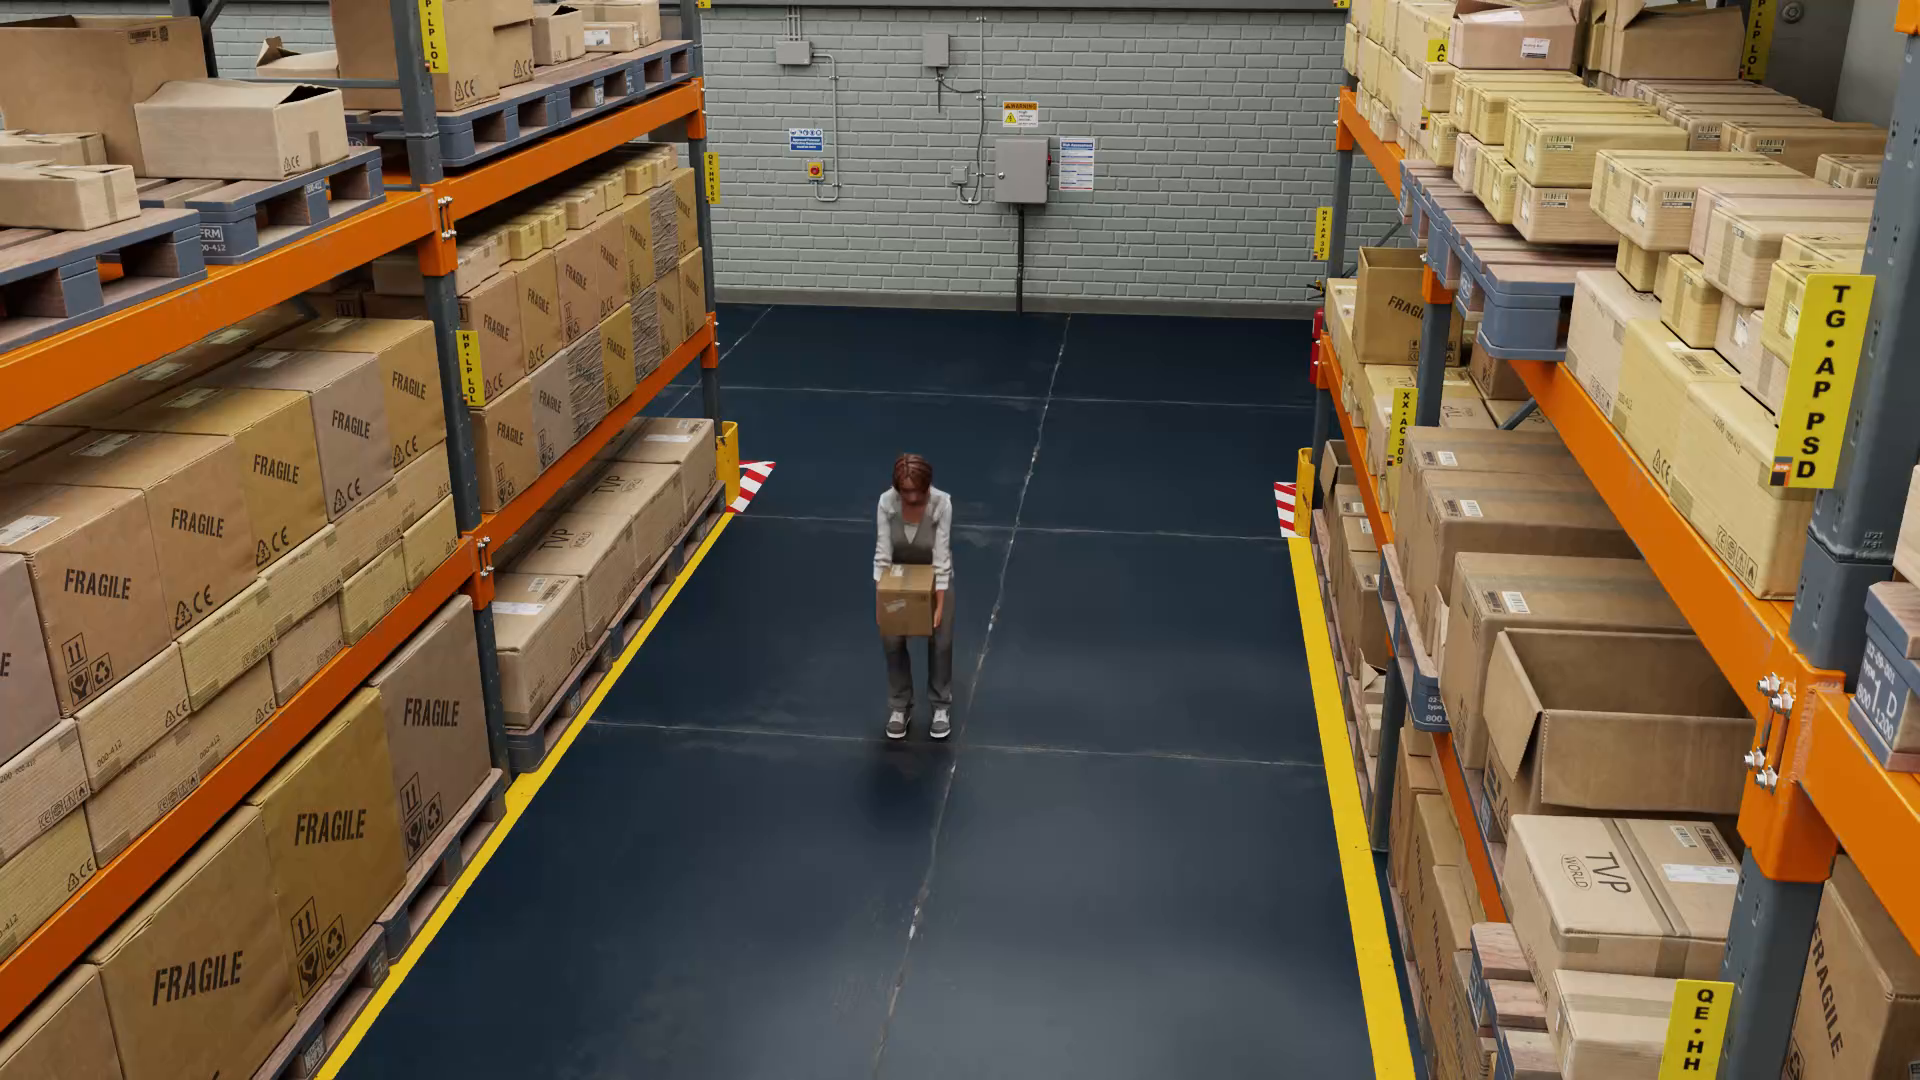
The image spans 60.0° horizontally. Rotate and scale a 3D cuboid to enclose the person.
[{"bbox_3d":[-0.215,0.264,8.049,0.371,1.515,0.553,2,22,5],"label":"person"}]
